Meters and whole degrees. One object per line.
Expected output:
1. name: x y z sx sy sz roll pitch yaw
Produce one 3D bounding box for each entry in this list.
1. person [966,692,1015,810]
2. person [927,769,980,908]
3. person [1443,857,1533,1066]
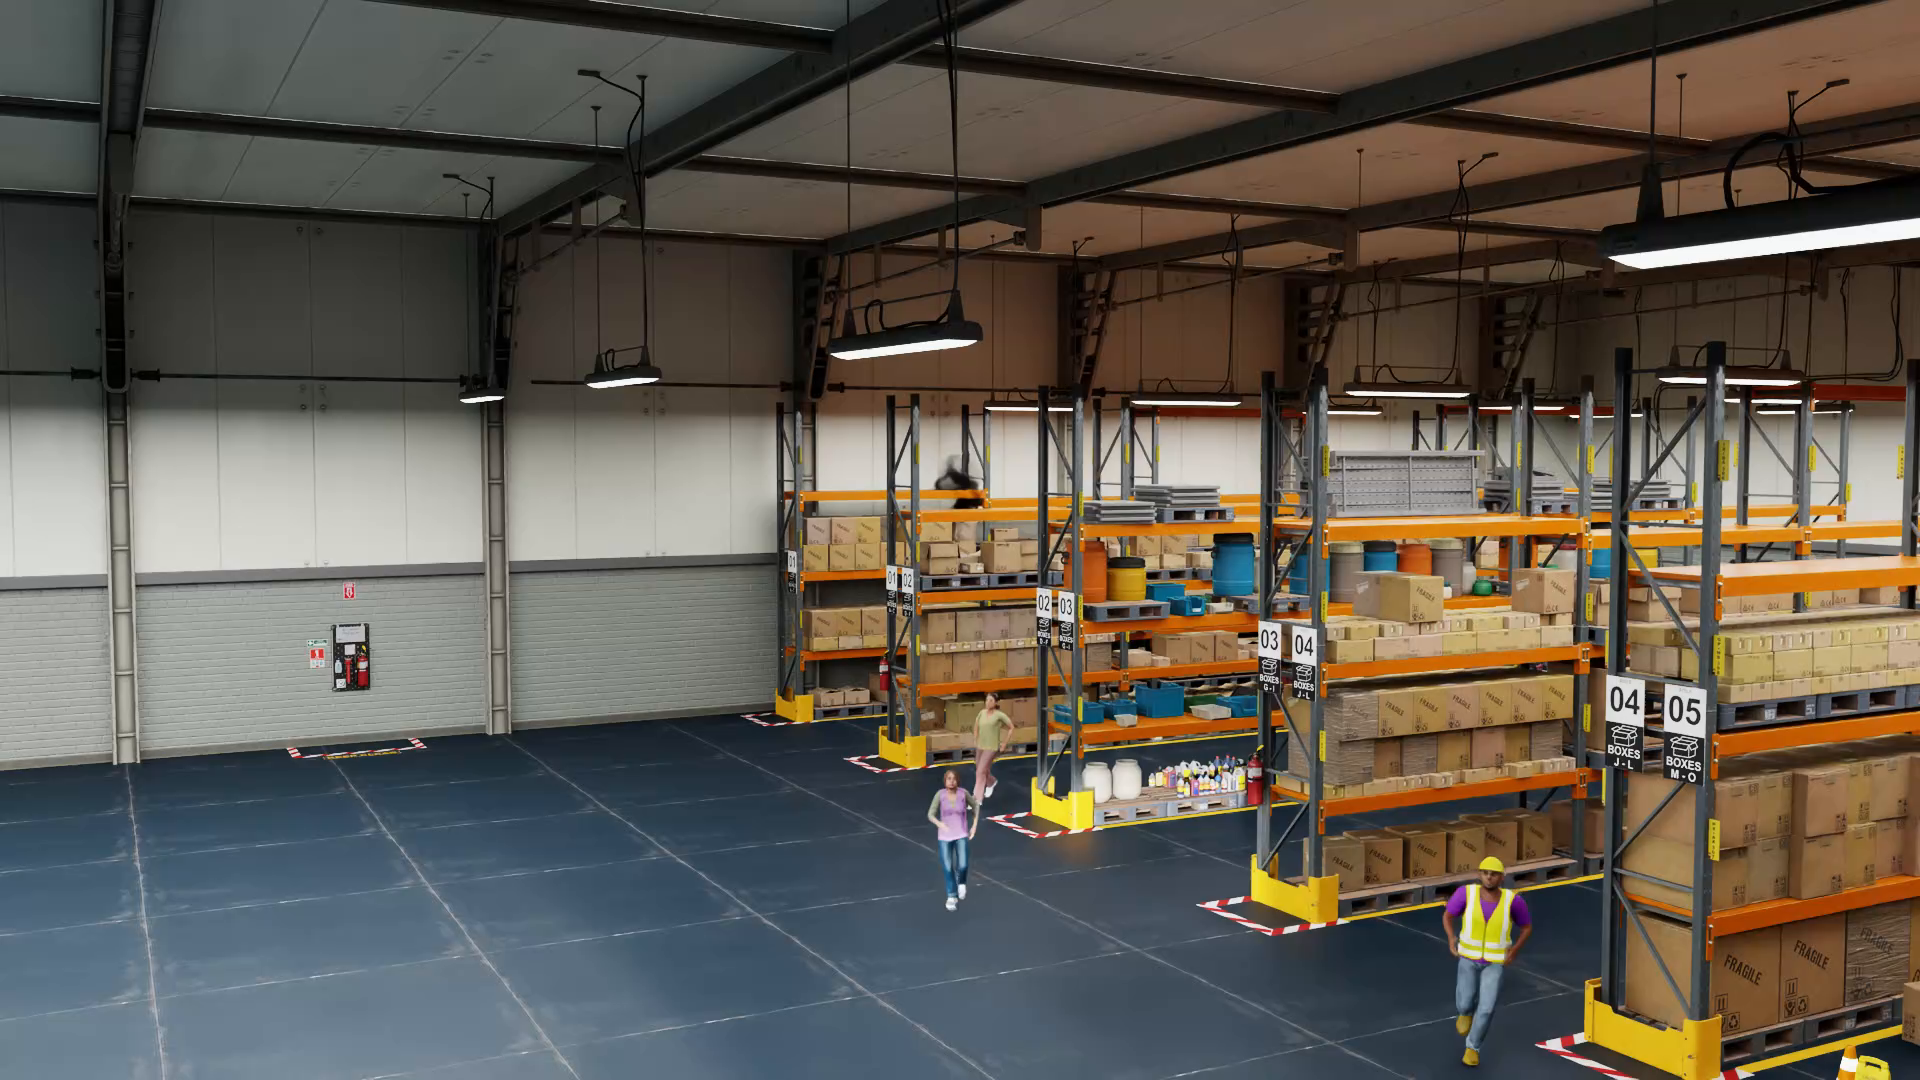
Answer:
1. person: 0.468 2.999 23.823 0.633 1.649 0.842 2 4 35
2. person: -0.072 3.333 18.484 0.590 1.569 0.520 0 3 -1
3. person: 4.451 3.513 14.051 0.726 1.723 0.672 1 3 21
